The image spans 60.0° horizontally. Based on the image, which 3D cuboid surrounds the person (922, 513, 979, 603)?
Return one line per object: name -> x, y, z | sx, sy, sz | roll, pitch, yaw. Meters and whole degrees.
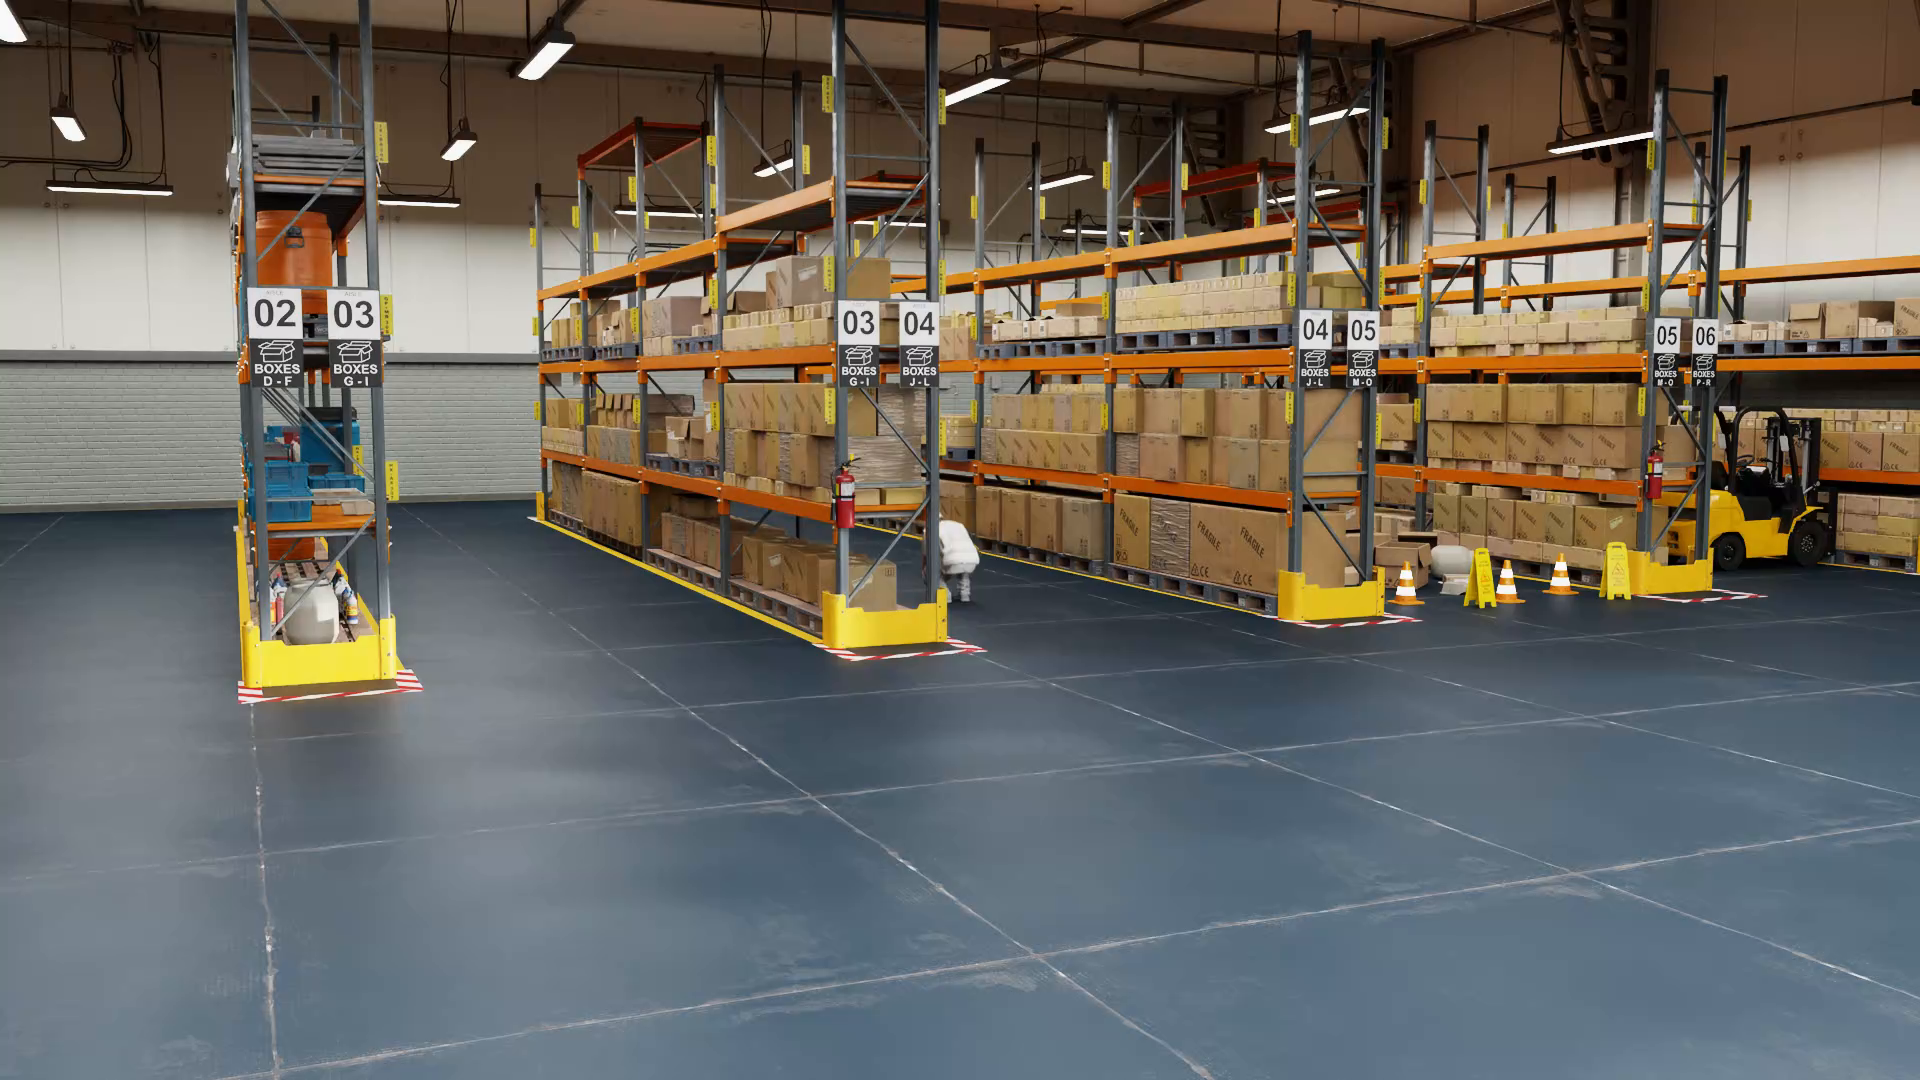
person -> -0.151, 0.185, 18.860 | 0.556, 1.006, 0.908 | -2, 6, -25
